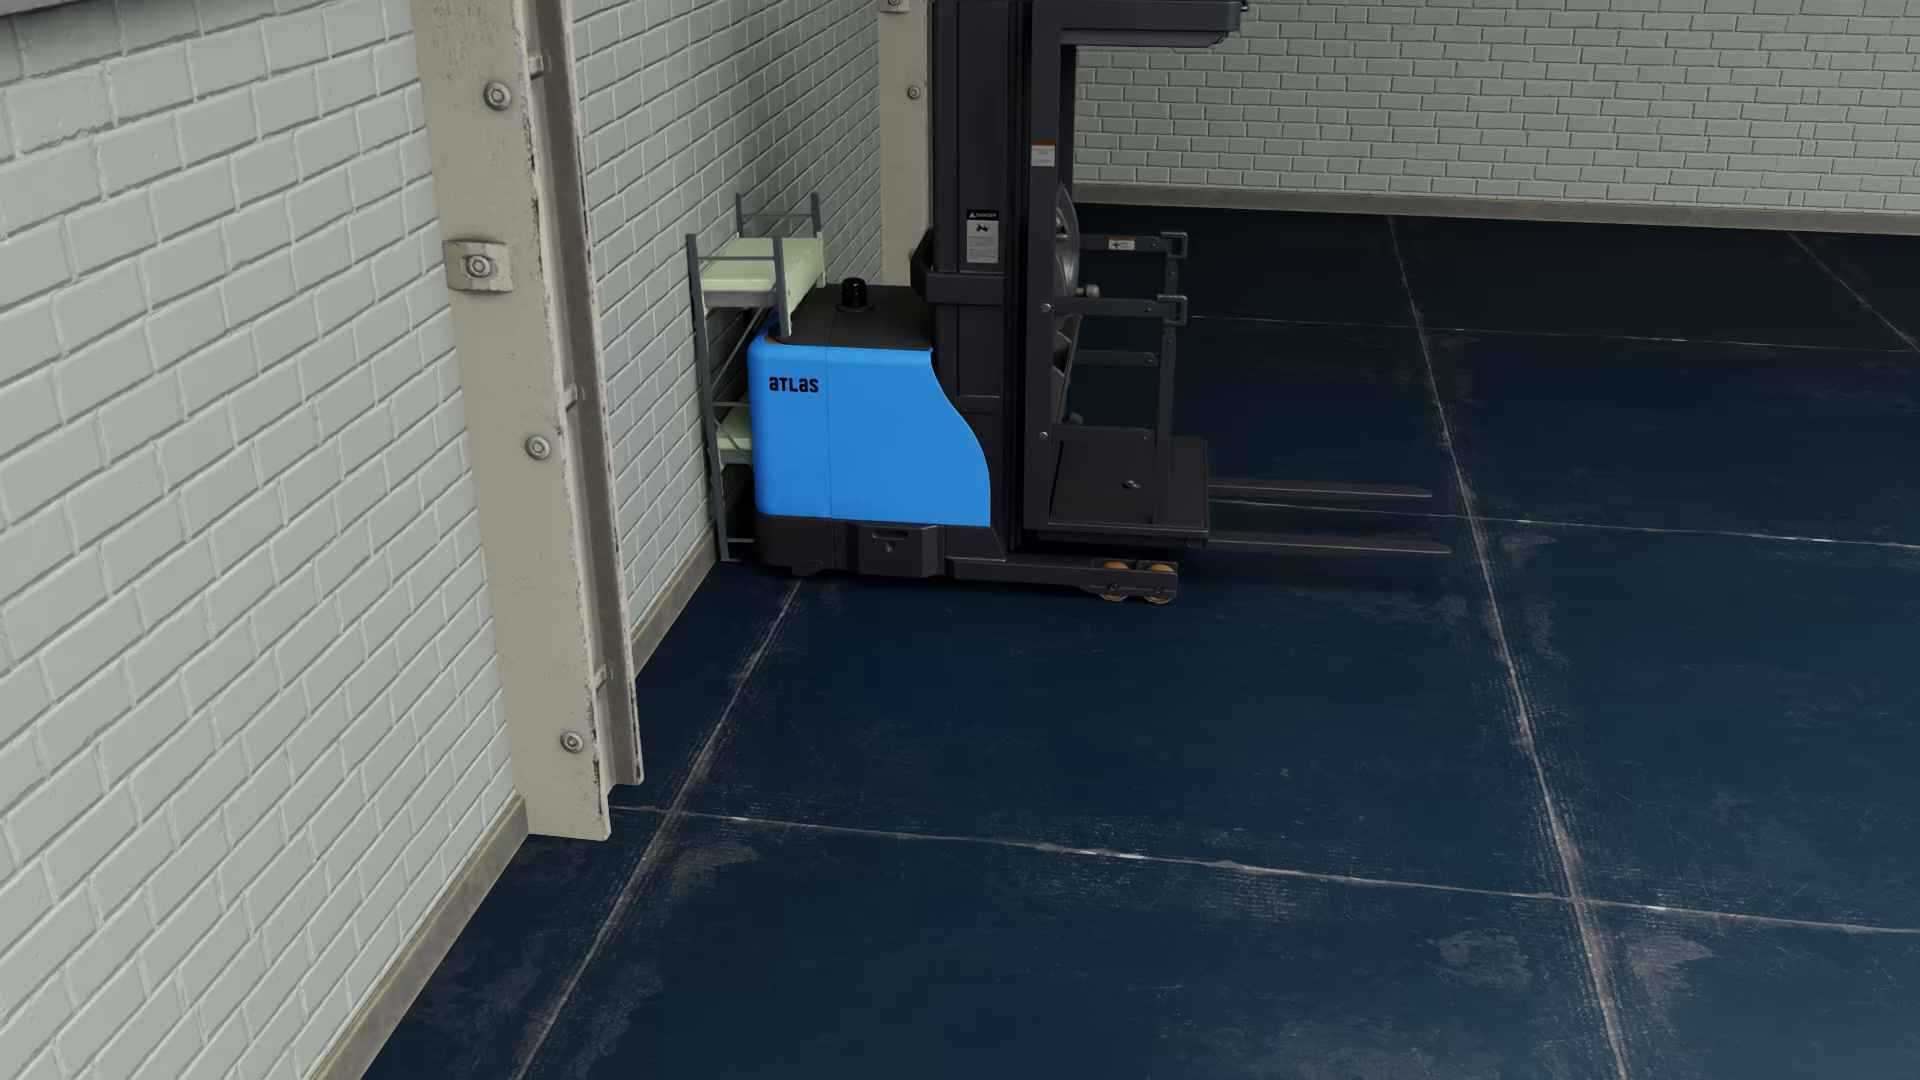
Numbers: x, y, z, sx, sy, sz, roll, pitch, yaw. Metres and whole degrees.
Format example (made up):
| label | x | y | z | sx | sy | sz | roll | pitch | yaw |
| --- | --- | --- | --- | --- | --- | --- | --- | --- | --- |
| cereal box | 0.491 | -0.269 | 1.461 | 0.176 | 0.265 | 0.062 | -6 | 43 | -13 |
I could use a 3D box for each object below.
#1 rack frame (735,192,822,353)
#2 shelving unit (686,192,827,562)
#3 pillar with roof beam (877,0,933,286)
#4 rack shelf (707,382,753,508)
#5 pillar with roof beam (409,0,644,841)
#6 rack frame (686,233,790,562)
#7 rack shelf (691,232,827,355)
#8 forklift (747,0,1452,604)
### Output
| label | x | y | z | sx | sy | sz | roll | pitch | yaw |
| --- | --- | --- | --- | --- | --- | --- | --- | --- | --- |
| rack frame | -0.810 | -0.889 | 7.841 | 0.400 | 1.500 | 0.023 | 1 | 25 | 8 |
| shelving unit | -0.859 | -0.736 | 7.512 | 0.431 | 1.500 | 0.755 | 1 | 25 | 8 |
| pillar with roof beam | 3.917 | -5.369 | 8.606 | 9.100 | 9.000 | 0.400 | 4 | 25 | 9 |
| rack shelf | -0.847 | -0.440 | 7.648 | 0.431 | 0.370 | 0.720 | 1 | 25 | 8 |
| pillar with roof beam | 2.936 | -2.860 | 3.245 | 9.100 | 9.000 | 0.400 | 4 | 25 | 9 |
| rack frame | -0.908 | -0.583 | 7.183 | 0.400 | 1.500 | 0.023 | 1 | 25 | 8 |
| rack shelf | -0.873 | -1.091 | 7.350 | 0.431 | 0.370 | 0.720 | 1 | 25 | 8 |
| forklift | 0.642 | -1.293 | 7.055 | 3.031 | 2.935 | 1.130 | 3 | 25 | 6 |
